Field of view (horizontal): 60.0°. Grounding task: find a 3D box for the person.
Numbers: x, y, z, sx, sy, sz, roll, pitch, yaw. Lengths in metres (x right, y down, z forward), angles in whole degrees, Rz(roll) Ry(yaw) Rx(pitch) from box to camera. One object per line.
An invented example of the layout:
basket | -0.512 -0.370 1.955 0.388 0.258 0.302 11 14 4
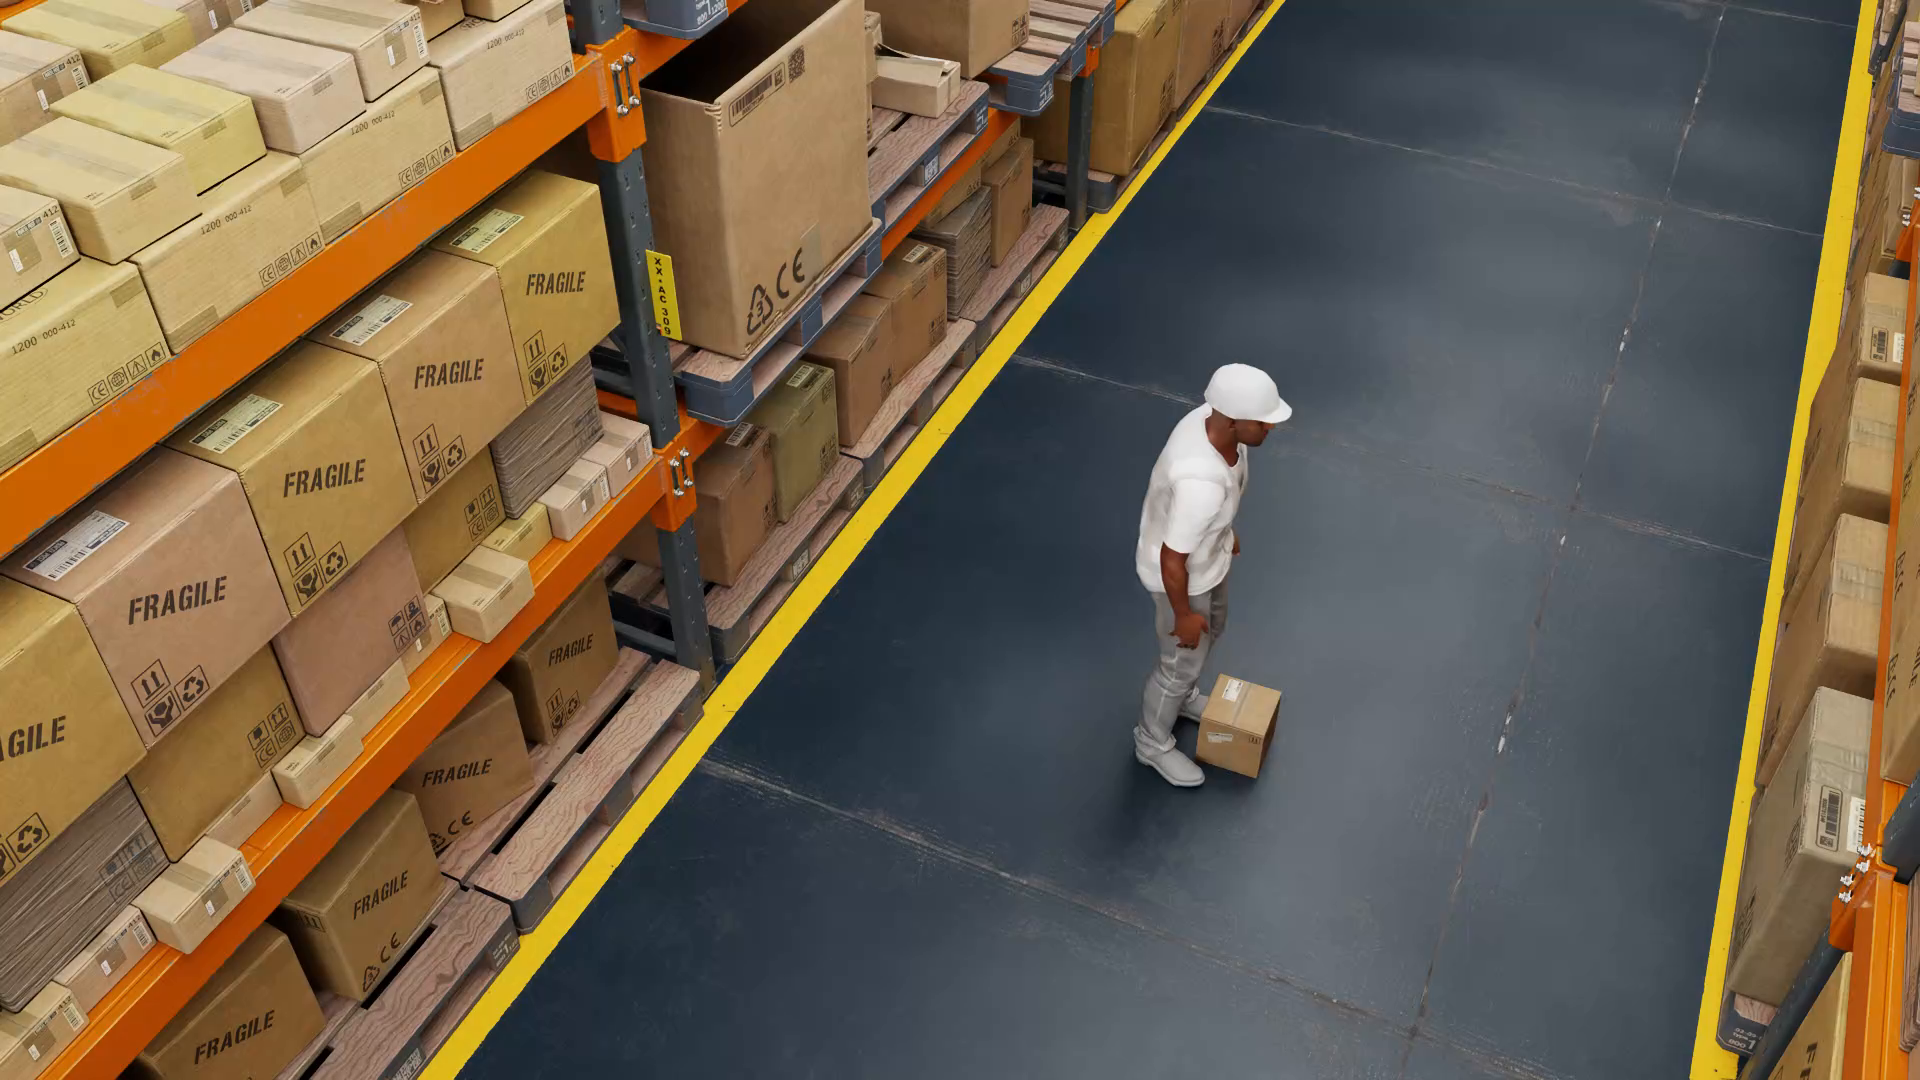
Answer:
person | 0.875 0.095 6.039 0.454 1.761 0.636 15 44 16
